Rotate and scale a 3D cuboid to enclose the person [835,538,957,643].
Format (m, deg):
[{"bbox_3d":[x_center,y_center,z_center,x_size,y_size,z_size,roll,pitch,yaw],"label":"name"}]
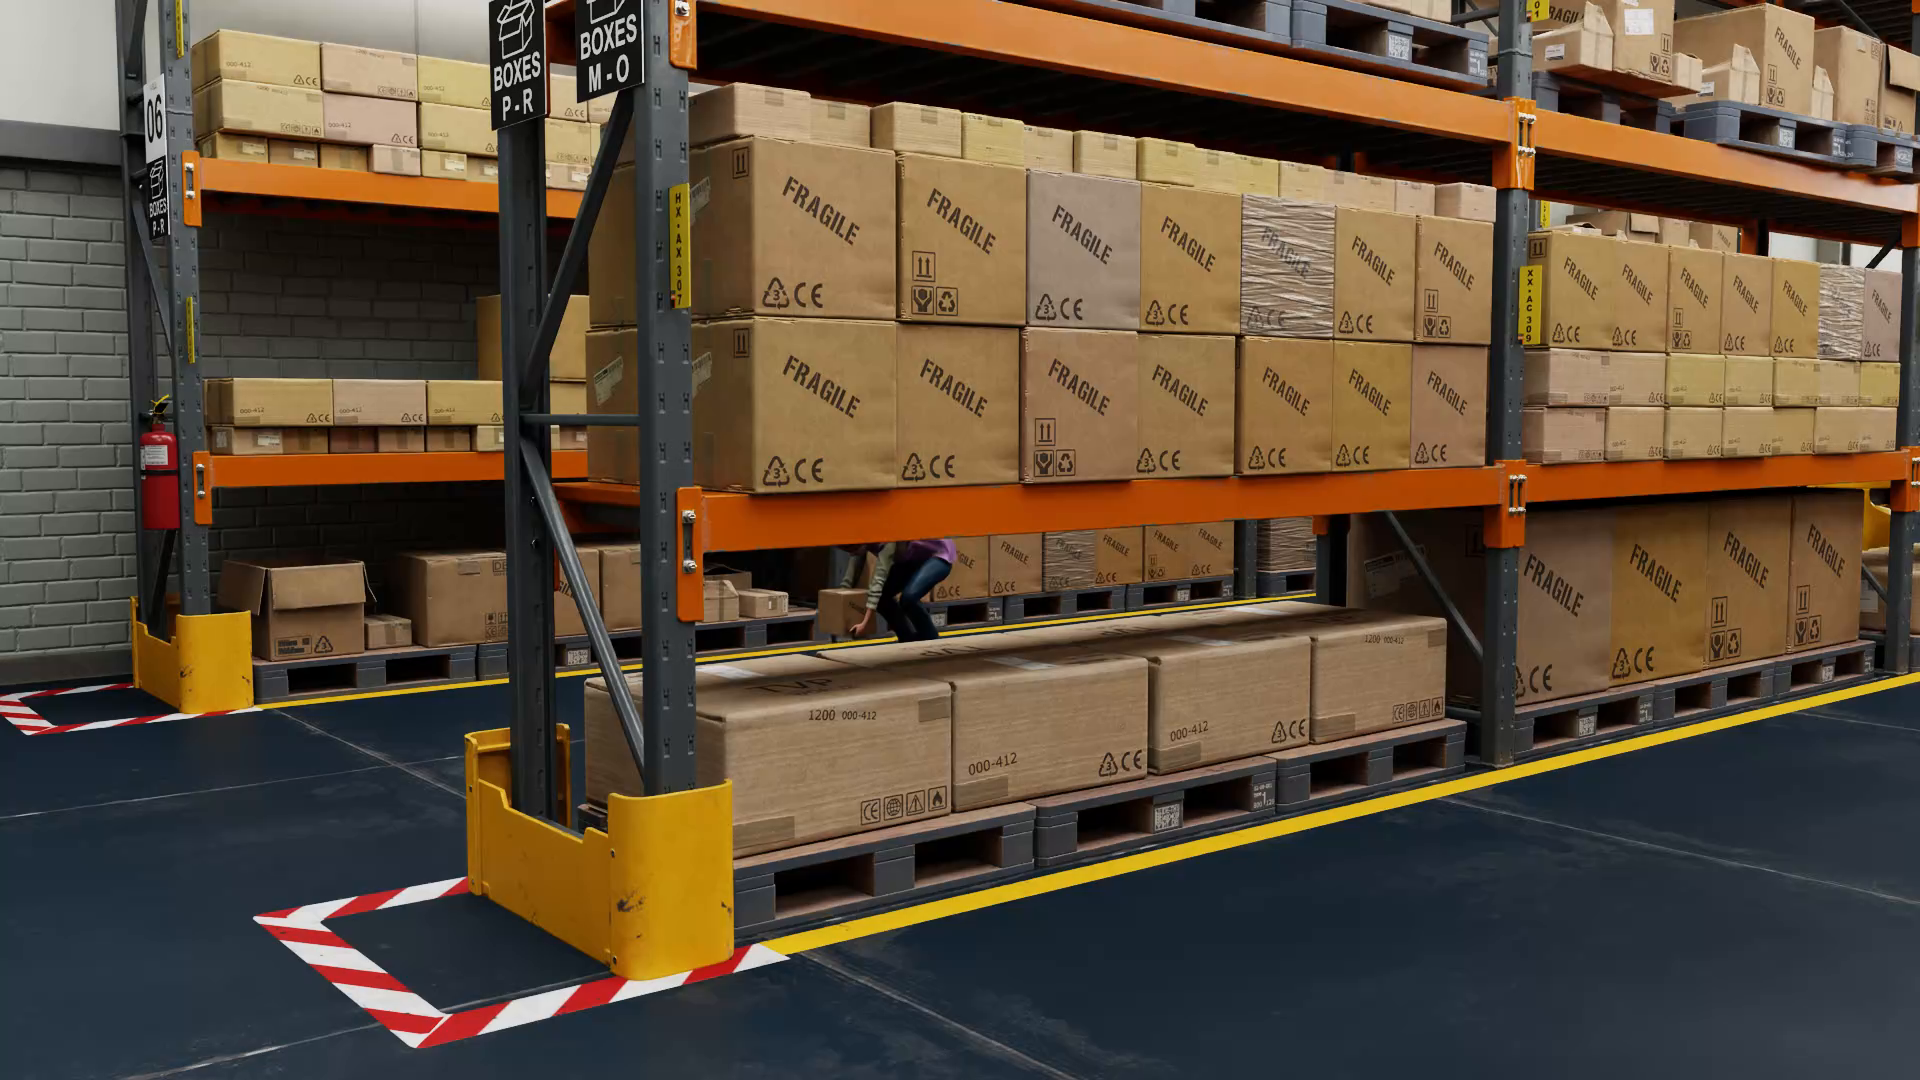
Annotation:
[{"bbox_3d":[-0.395,0.304,9.989,0.862,0.912,0.431,-4,6,-39],"label":"person"}]
